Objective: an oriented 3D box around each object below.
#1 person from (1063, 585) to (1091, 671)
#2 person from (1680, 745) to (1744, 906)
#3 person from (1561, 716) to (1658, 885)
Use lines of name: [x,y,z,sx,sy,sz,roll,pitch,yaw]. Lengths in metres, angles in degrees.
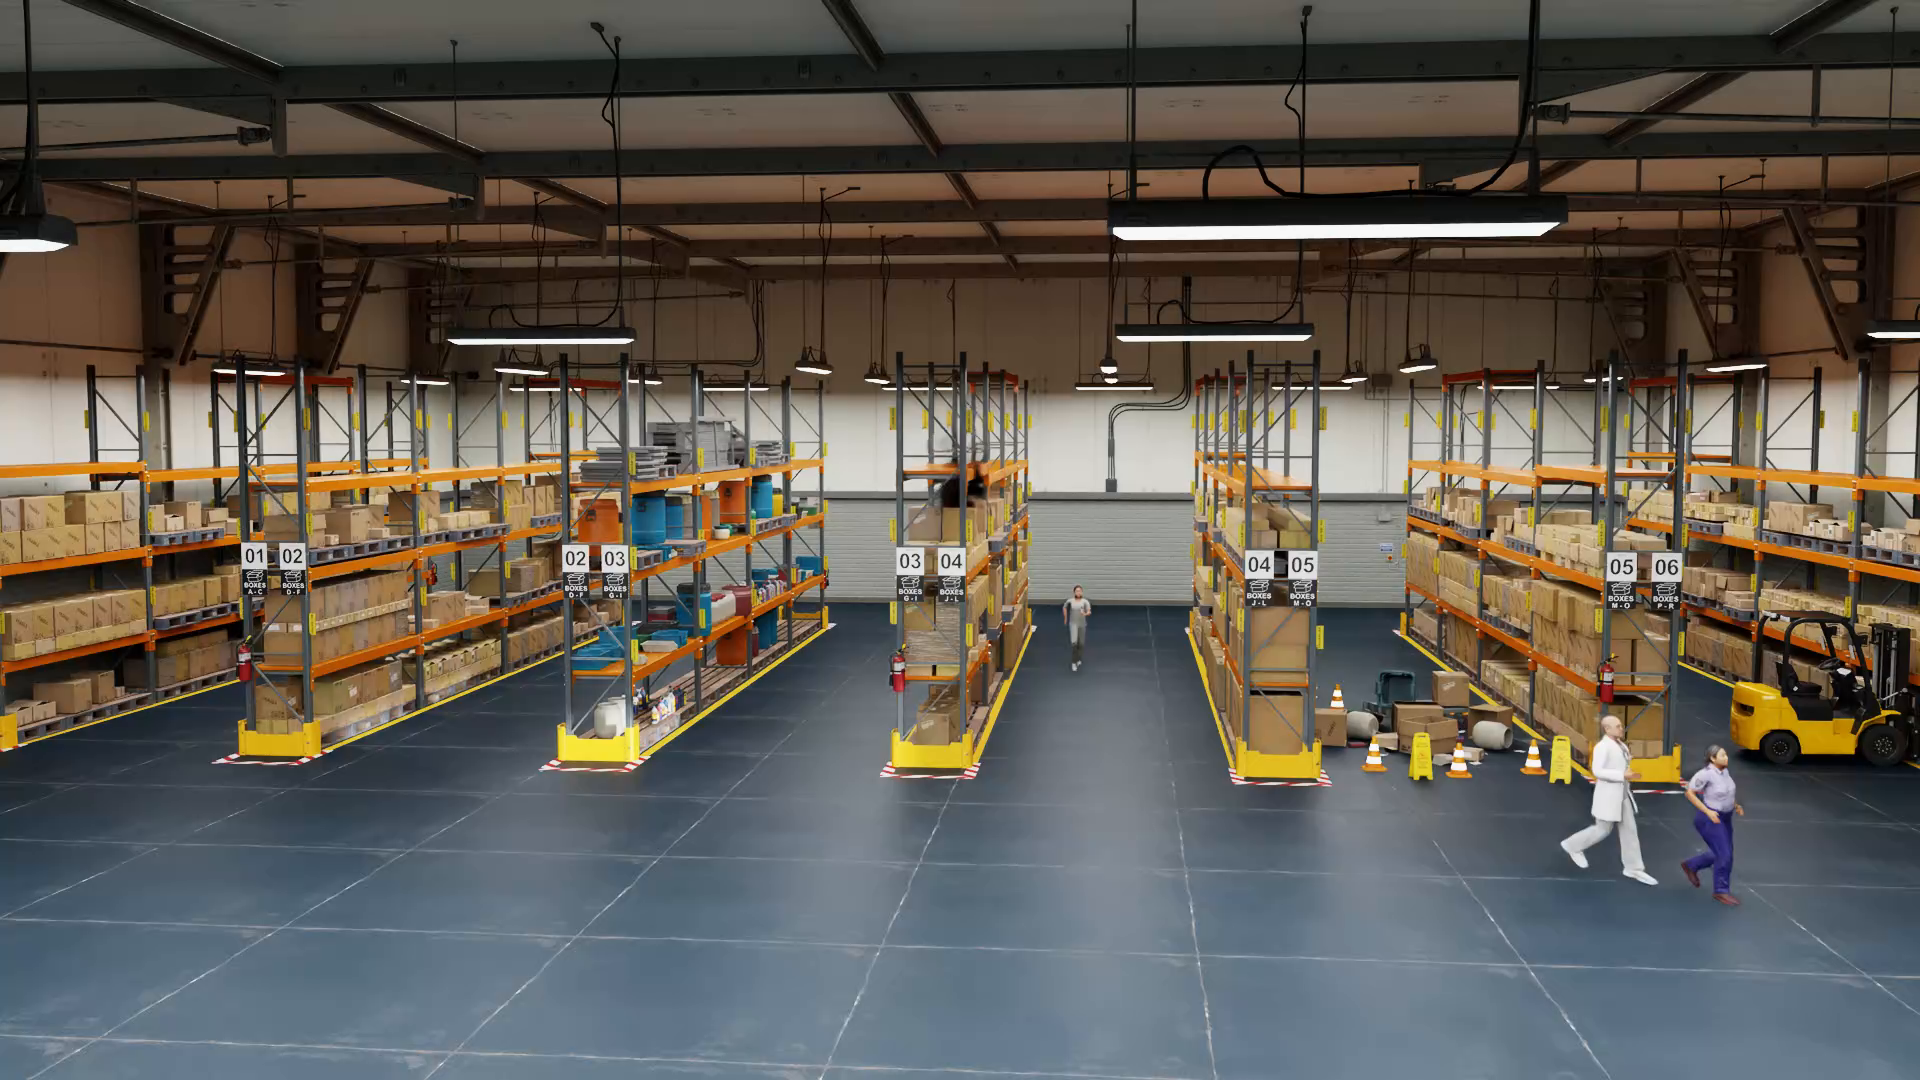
person: [2.373,1.777,33.654,0.533,1.724,0.745,0,4,-4]
person: [7.886,2.964,17.441,0.613,1.628,0.682,-3,5,-38]
person: [7.104,2.802,18.160,0.710,1.778,1.049,-4,5,-41]
